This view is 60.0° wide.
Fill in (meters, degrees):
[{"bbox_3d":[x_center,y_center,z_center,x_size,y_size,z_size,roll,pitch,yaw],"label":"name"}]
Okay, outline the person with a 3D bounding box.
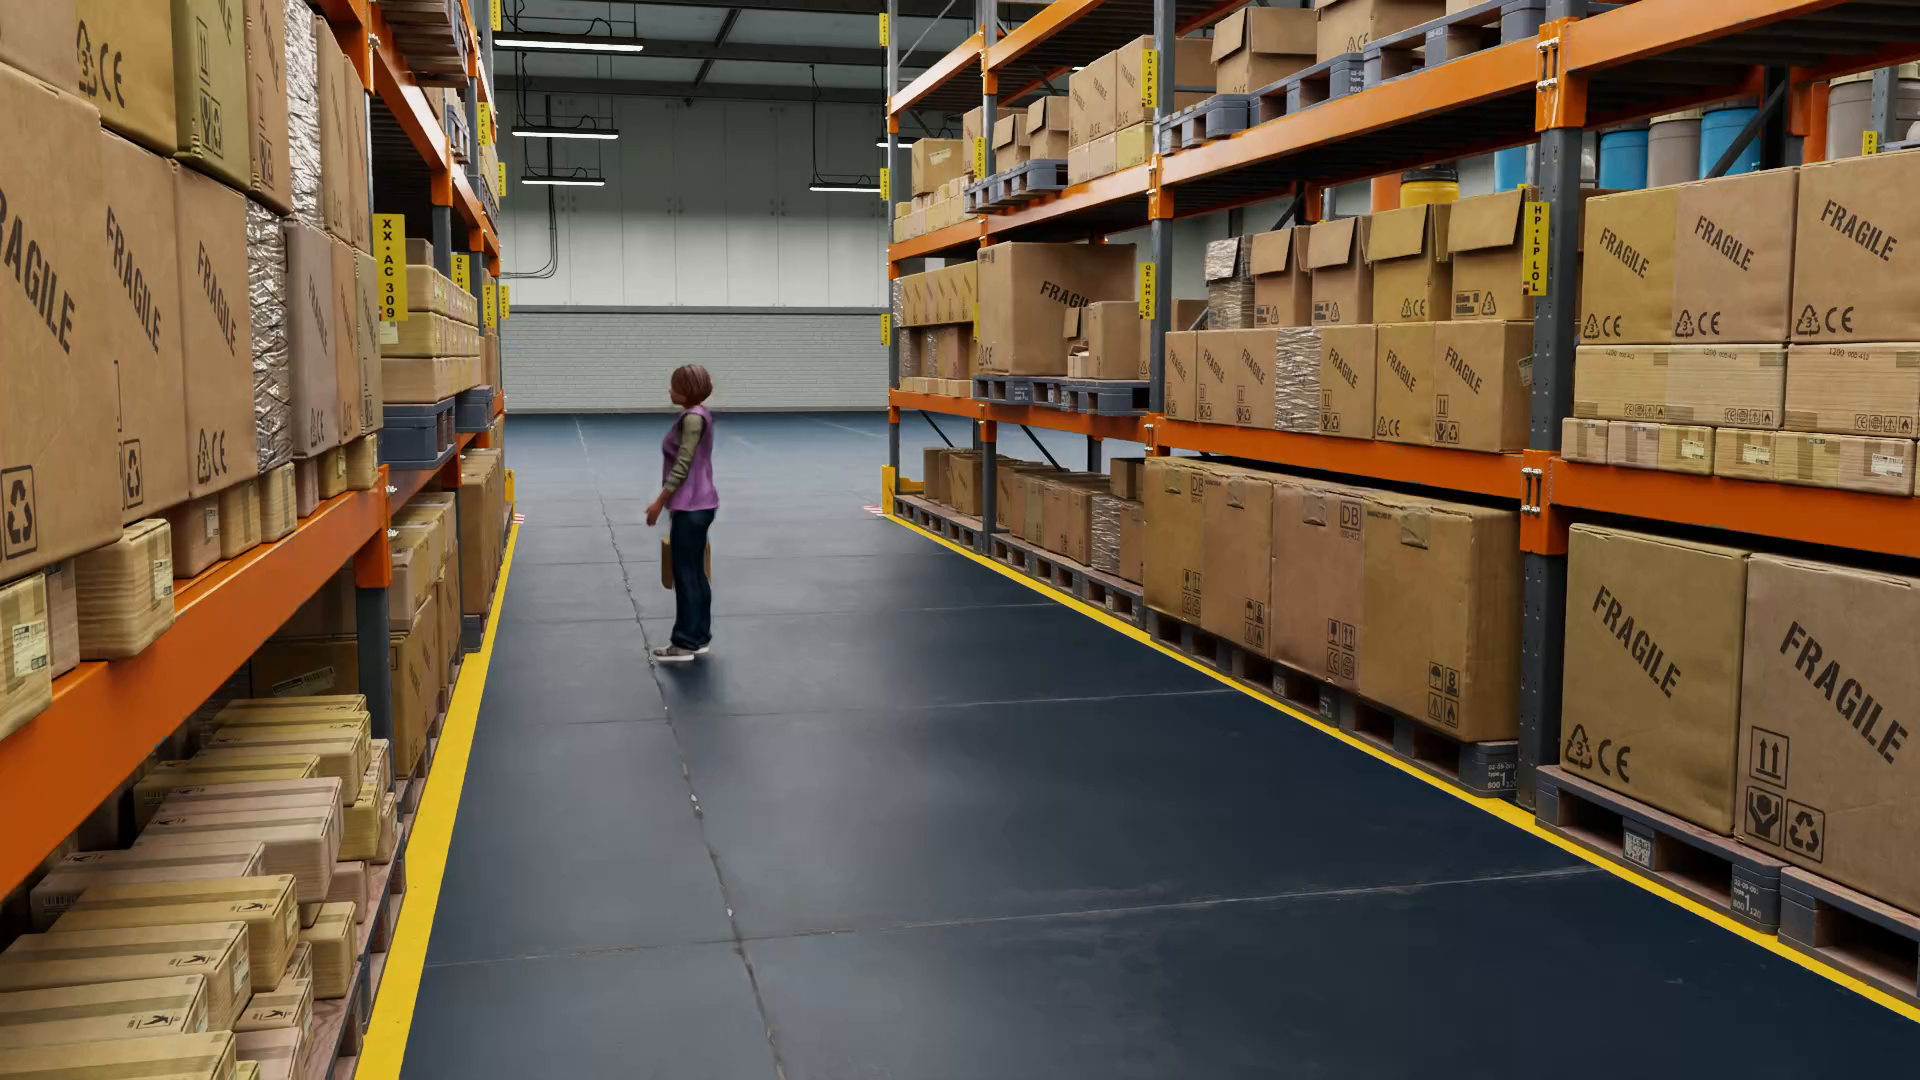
[{"bbox_3d":[-1.499,-0.149,9.024,0.396,1.606,0.477,0,6,-3],"label":"person"}]
